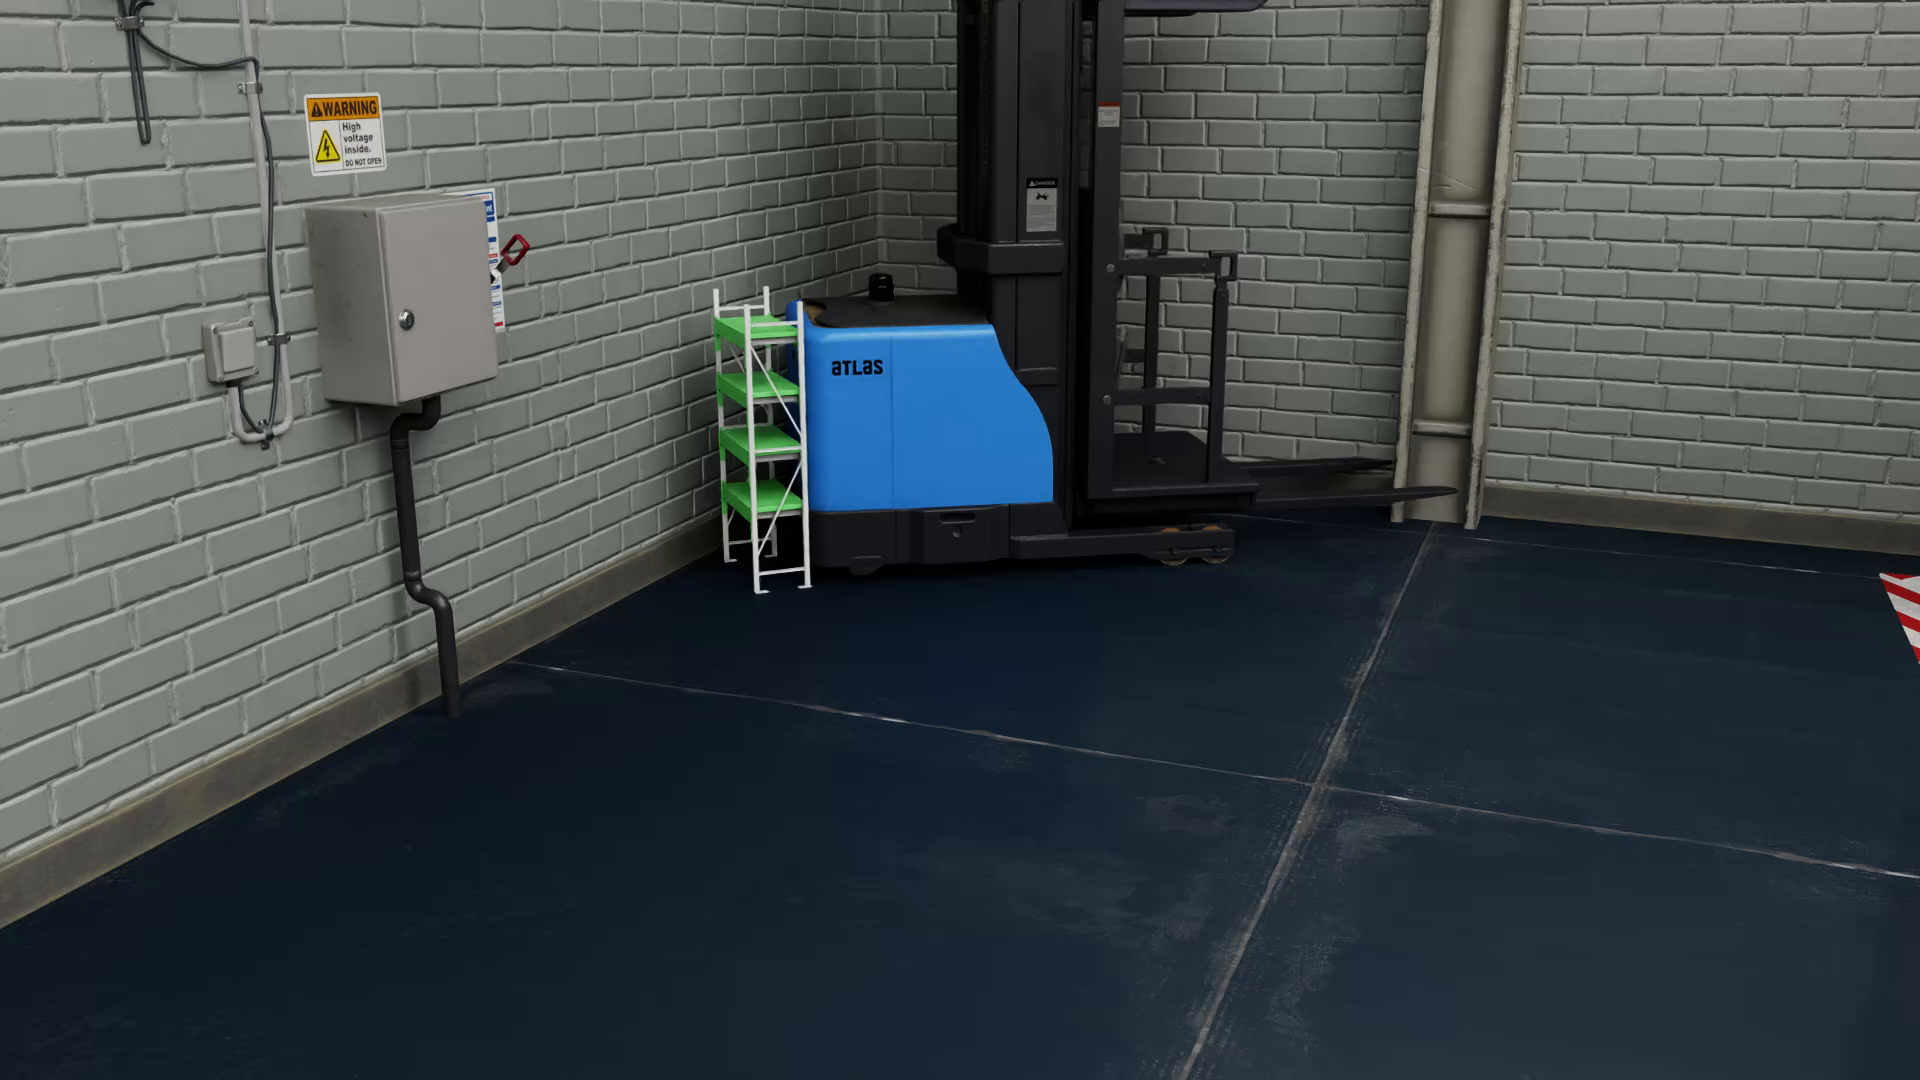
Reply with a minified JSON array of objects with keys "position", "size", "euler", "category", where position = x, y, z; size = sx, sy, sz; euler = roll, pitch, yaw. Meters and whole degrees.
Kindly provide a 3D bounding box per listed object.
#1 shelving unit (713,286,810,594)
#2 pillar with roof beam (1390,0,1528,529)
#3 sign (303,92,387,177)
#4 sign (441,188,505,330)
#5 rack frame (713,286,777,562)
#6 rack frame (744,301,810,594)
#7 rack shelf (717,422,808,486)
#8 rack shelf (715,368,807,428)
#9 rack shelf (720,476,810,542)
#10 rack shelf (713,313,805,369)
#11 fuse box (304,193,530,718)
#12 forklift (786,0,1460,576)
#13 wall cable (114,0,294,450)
[{"position":[-0.836,-0.429,7.000],"size":[0.258,1.200,0.503],"euler":[-7,17,-21],"category":"shelving unit"},{"position":[0.725,-3.314,2.950],"size":[0.400,9.000,9.100],"euler":[6,17,21],"category":"pillar with roof beam"},{"position":[-1.896,-1.257,5.141],"size":[0.001,0.242,0.339],"euler":[6,17,21],"category":"sign"},{"position":[-1.695,-0.957,5.760],"size":[0.001,0.494,0.329],"euler":[6,17,21],"category":"sign"},{"position":[-0.929,-0.492,7.217],"size":[0.240,1.200,0.015],"euler":[-7,17,-21],"category":"rack frame"},{"position":[-0.743,-0.366,6.783],"size":[0.240,1.200,0.015],"euler":[-7,17,-21],"category":"rack frame"},{"position":[-0.836,-0.368,7.018],"size":[0.258,0.148,0.480],"euler":[-7,17,-21],"category":"rack shelf"},{"position":[-0.836,-0.598,6.951],"size":[0.258,0.148,0.480],"euler":[-7,17,-21],"category":"rack shelf"},{"position":[-0.836,-0.137,7.085],"size":[0.258,0.148,0.480],"euler":[-7,17,-21],"category":"rack shelf"},{"position":[-0.836,-0.829,6.884],"size":[0.258,0.148,0.480],"euler":[-7,17,-21],"category":"rack shelf"},{"position":[-1.683,-0.234,5.412],"size":[0.414,1.711,0.539],"euler":[6,17,21],"category":"fuse box"},{"position":[0.754,-1.435,7.359],"size":[3.031,2.935,1.130],"euler":[-3,16,-10],"category":"forklift"},{"position":[-2.080,-1.180,4.536],"size":[0.122,1.984,0.588],"euler":[6,17,21],"category":"wall cable"}]
